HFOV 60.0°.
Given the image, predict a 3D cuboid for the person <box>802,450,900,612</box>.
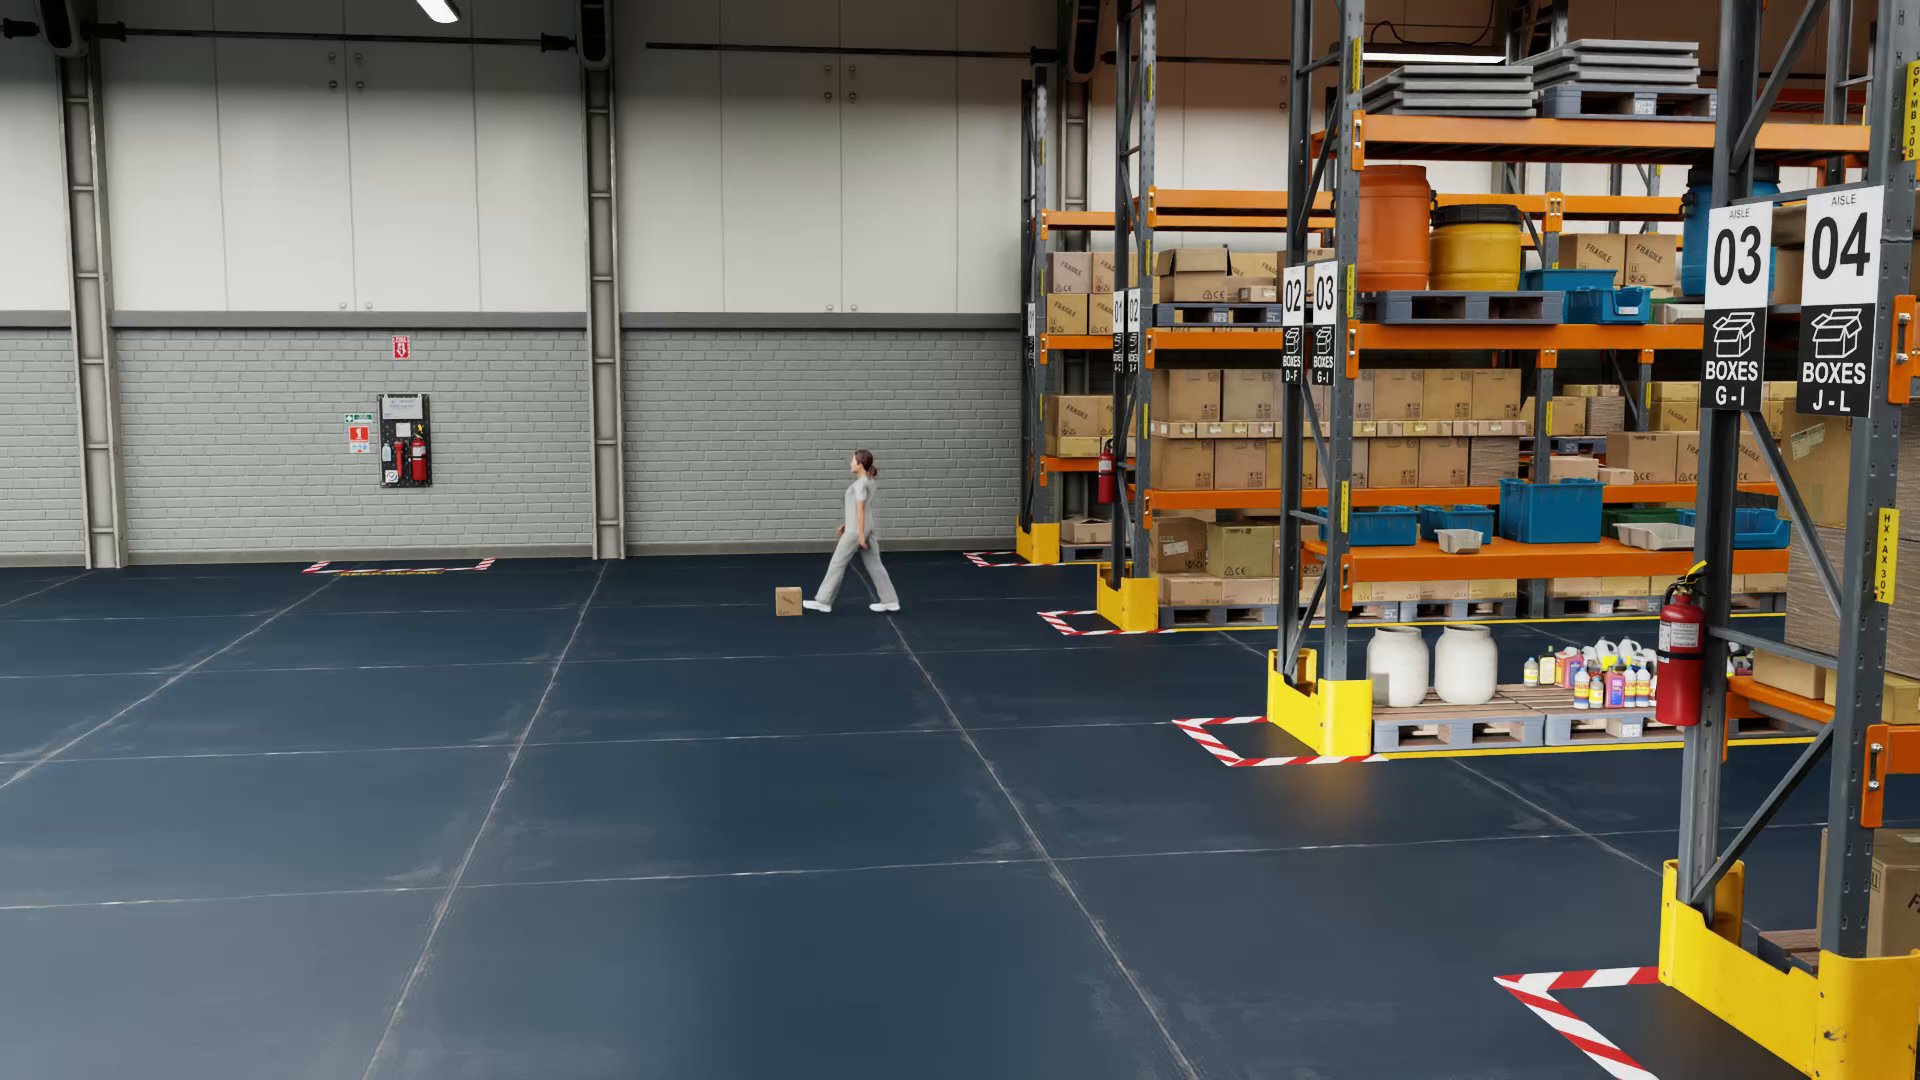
[{"bbox_3d":[-1.076,-0.095,16.614,0.961,1.613,0.469,2,7,15],"label":"person"}]
